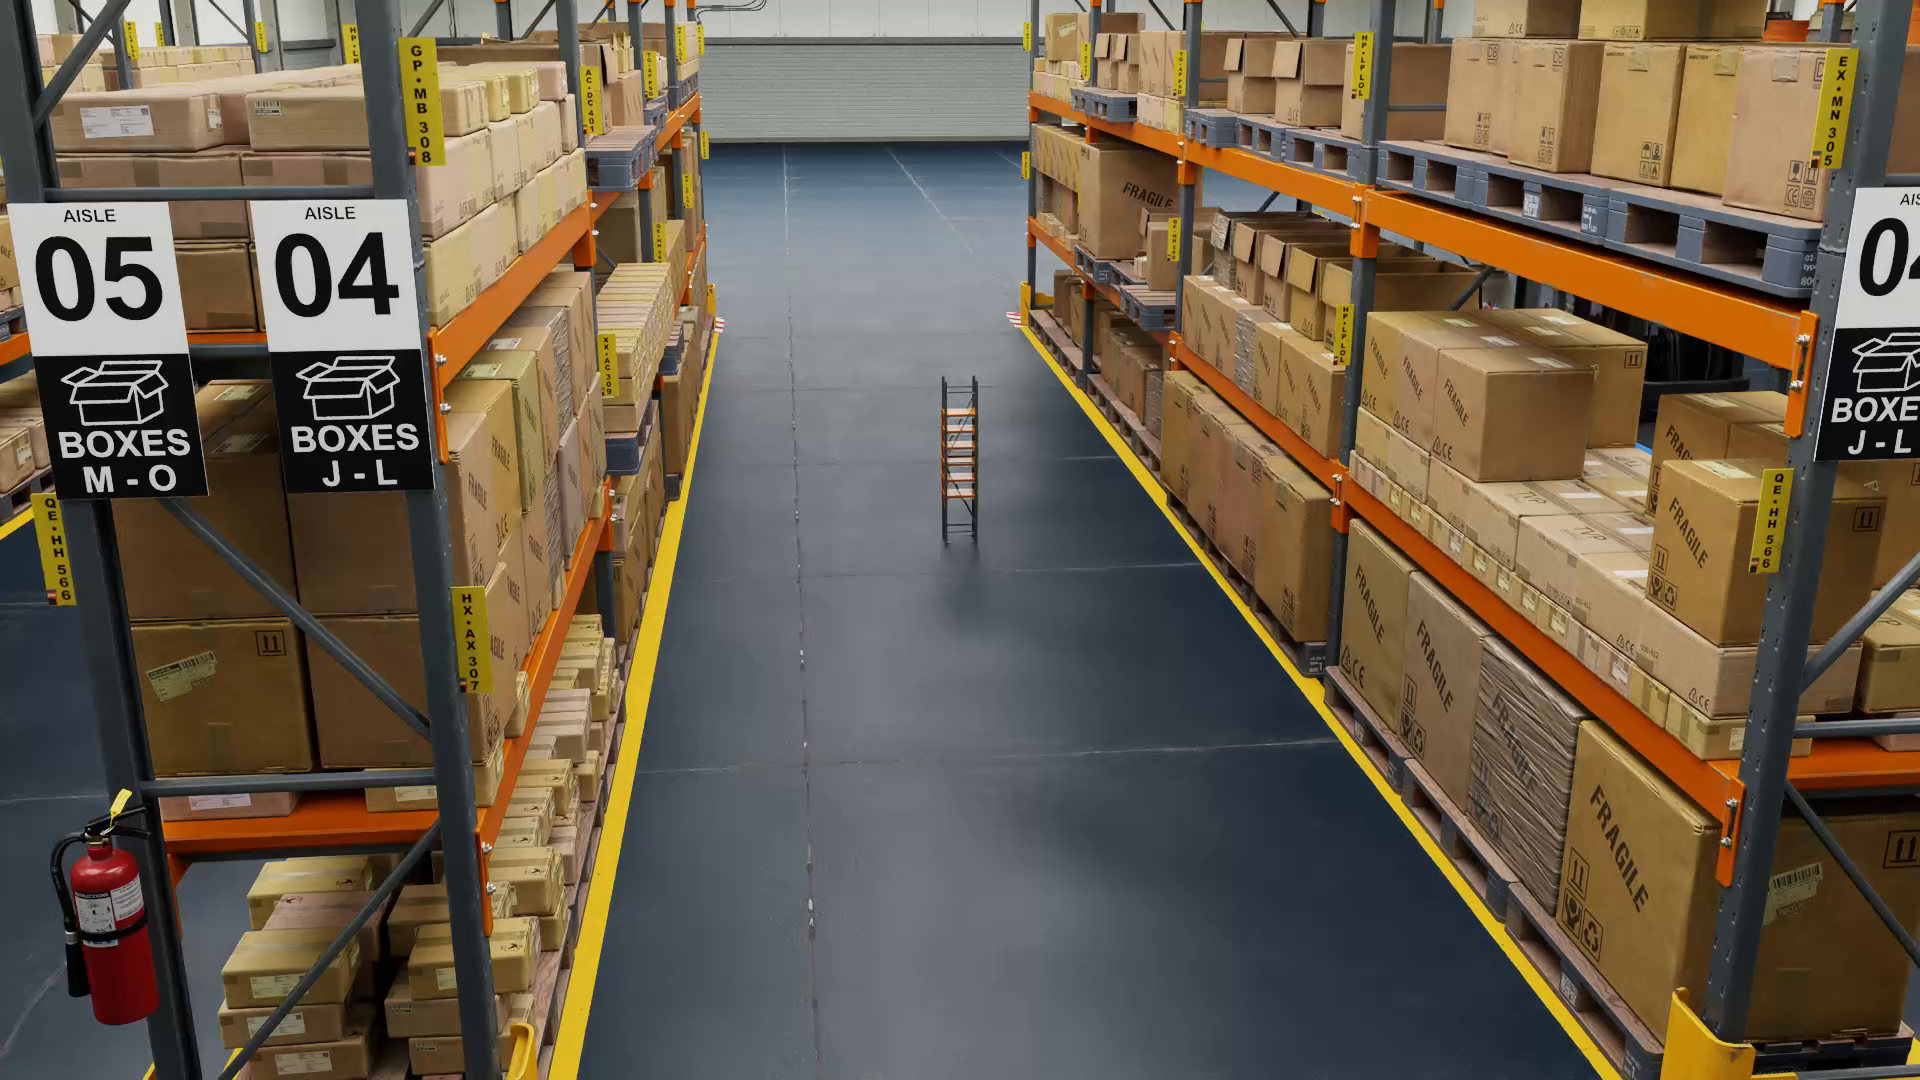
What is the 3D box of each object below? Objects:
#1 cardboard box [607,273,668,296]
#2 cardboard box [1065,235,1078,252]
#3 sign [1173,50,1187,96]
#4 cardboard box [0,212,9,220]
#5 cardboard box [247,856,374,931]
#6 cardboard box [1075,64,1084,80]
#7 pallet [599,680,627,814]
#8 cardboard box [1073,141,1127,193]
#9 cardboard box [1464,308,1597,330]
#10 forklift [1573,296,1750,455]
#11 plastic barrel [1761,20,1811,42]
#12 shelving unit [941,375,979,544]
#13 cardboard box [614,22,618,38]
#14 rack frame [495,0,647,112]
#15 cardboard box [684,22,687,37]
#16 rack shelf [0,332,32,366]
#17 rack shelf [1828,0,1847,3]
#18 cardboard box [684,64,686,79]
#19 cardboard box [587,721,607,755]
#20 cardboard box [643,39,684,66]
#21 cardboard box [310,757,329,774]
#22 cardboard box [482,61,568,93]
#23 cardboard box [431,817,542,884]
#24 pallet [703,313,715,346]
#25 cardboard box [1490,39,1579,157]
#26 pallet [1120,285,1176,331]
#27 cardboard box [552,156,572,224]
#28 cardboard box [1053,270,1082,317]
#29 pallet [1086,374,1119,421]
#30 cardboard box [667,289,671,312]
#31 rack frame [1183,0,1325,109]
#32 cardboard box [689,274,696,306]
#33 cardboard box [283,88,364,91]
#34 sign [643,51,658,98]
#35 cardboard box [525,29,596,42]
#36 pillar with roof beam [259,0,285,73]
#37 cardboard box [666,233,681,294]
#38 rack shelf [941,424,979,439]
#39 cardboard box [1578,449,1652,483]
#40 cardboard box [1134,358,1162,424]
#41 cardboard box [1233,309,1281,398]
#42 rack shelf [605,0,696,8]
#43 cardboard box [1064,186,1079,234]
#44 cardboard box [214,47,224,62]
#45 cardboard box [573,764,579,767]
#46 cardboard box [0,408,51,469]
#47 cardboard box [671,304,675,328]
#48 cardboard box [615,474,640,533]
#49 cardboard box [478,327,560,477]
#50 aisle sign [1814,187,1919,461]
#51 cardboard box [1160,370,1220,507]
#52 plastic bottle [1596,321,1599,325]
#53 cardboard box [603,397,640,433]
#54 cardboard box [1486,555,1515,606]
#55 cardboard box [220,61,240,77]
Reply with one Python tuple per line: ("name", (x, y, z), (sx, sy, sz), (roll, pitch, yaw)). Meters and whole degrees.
("cardboard box", (-2.218, -1.744, 11.448), (0.380, 0.149, 0.250), (-1, 17, -4))
("cardboard box", (1.323, -3.136, 17.578), (0.380, 0.149, 0.250), (-2, 18, -6))
("sign", (1.629, -3.449, 12.284), (0.100, 0.325, 0.005), (-2, 18, -6))
("cardboard box", (-7.627, -2.325, 13.211), (0.500, 0.500, 0.500), (-1, 17, -5))
("cardboard box", (-2.379, 1.296, 6.107), (0.380, 0.149, 0.250), (-2, 18, -7))
("cardboard box", (1.387, -4.771, 16.943), (0.380, 0.149, 0.250), (-3, 18, -8))
("pallet", (-2.258, 1.057, 8.457), (1.003, 0.211, 1.213), (-2, 18, -6))
("cardboard box", (1.436, -3.771, 16.848), (0.500, 0.500, 0.500), (-2, 18, -6))
("cardboard box", (2.895, -0.895, 8.521), (0.500, 0.500, 0.500), (-1, 17, -4))
("forklift", (4.631, -1.324, 11.502), (1.130, 2.935, 3.031), (-2, 18, -7))
("plastic barrel", (7.159, -4.022, 14.257), (0.600, 0.830, 0.708), (-2, 18, -6))
("shelving unit", (-0.001, -0.577, 12.011), (0.258, 1.200, 0.189), (-2, 18, -6))
("cardboard box", (-3.594, -5.045, 16.450), (0.380, 0.149, 0.250), (-2, 18, -6))
("rack frame", (-2.775, -4.526, 11.571), (1.000, 3.000, 0.127), (-2, 18, -6))
("cardboard box", (-2.994, -5.218, 17.003), (0.380, 0.149, 0.250), (-2, 17, -5))
("rack shelf", (-7.895, -1.734, 13.892), (1.077, 0.370, 4.000), (-2, 18, -6))
("rack shelf", (7.301, -3.672, 10.720), (1.077, 0.370, 4.000), (-2, 18, -6))
("cardboard box", (-2.940, -4.686, 16.637), (0.380, 0.149, 0.250), (-2, 18, -6))
("cardboard box", (-1.948, 0.951, 8.200), (0.380, 0.149, 0.250), (-2, 18, -7))
("cardboard box", (-2.960, -4.760, 16.208), (0.500, 0.250, 0.500), (-2, 18, -5))
("cardboard box", (-2.253, 0.676, 5.436), (0.380, 0.149, 0.250), (-2, 18, -6))
("cardboard box", (-2.058, -2.176, 7.842), (0.380, 0.149, 0.250), (-3, 18, -8))
("cardboard box", (-1.821, 1.200, 6.412), (0.380, 0.149, 0.250), (-3, 18, -8))
("pallet", (-3.440, -2.481, 19.728), (1.003, 0.211, 1.213), (-2, 18, -6))
("cardboard box", (2.773, -1.931, 7.276), (0.700, 0.500, 0.500), (-1, 17, -3))
("pallet", (1.989, -1.905, 13.556), (1.213, 0.211, 1.003), (-2, 18, -6))
("cardboard box", (-2.004, -1.545, 7.333), (0.500, 0.250, 0.500), (-2, 18, -6))
("cardboard box", (1.391, -2.992, 20.171), (0.500, 0.500, 0.500), (1, 17, 5))
("pallet", (1.838, -1.417, 16.337), (1.003, 0.211, 1.213), (-2, 18, -6))
("cardboard box", (-2.242, -1.674, 11.723), (0.380, 0.149, 0.250), (-1, 17, -4))
("rack frame", (2.169, -4.649, 11.963), (1.000, 3.000, 0.127), (-2, 18, -6))
("cardboard box", (-3.183, -2.232, 17.125), (0.875, 0.875, 0.875), (-2, 17, -5))
("cardboard box", (-1.766, -1.249, 4.889), (0.380, 0.149, 0.250), (-1, 17, -3))
("sign", (-2.235, -3.358, 11.994), (0.100, 0.325, 0.005), (-2, 18, -6))
("cardboard box", (-3.233, -3.900, 13.549), (0.500, 0.500, 0.500), (-2, 18, -6))
("pillar with roof beam", (-12.468, -13.620, 40.538), (9.100, 9.000, 0.400), (-2, 18, -6))
("cardboard box", (-2.764, -2.455, 14.823), (0.500, 0.500, 0.500), (-2, 17, -5))
("rack shelf", (-0.001, -0.763, 11.953), (0.258, 0.103, 0.180), (-2, 18, -6))
("cardboard box", (2.996, -0.236, 7.675), (0.500, 0.250, 0.500), (-1, 17, -5))
("cardboard box", (1.944, -1.337, 14.867), (0.700, 0.500, 0.500), (0, 17, -1))
("cardboard box", (2.110, -1.226, 10.909), (0.500, 0.500, 0.500), (-2, 18, -5))
("rack shelf", (-3.394, -5.780, 17.433), (1.077, 0.370, 4.000), (-2, 18, -6))
("cardboard box", (1.603, -3.600, 17.974), (0.875, 0.500, 0.500), (-2, 18, -6))
("cardboard box", (-8.177, -5.234, 17.921), (0.380, 0.149, 0.250), (-2, 18, -5))
("cardboard box", (-1.955, 0.942, 7.730), (0.380, 0.149, 0.250), (-1, 17, -4))
("cardboard box", (-7.821, -0.816, 13.454), (0.950, 0.372, 0.625), (-2, 18, -7))
("cardboard box", (-2.267, -1.612, 12.021), (0.380, 0.149, 0.250), (-1, 17, -5))
("cardboard box", (-2.234, -0.225, 10.105), (0.500, 0.250, 0.500), (-1, 17, -4))
("cardboard box", (-1.878, -0.547, 6.578), (0.500, 0.500, 0.500), (-2, 18, -7))
("aisle sign", (2.703, -0.613, 4.783), (0.394, 0.787, 0.004), (-2, 18, -6))
("cardboard box", (2.219, -0.768, 12.460), (1.225, 0.875, 0.875), (-3, 18, -8))
("plastic bottle", (6.919, -2.246, 18.125), (0.061, 0.283, 0.133), (-2, 18, -6))
("cardboard box", (-1.946, -0.684, 9.067), (0.380, 0.149, 0.250), (-3, 18, -8))
("cardboard box", (2.472, 0.165, 7.064), (0.380, 0.149, 0.250), (-1, 17, -5))
("cardboard box", (-8.156, -5.071, 18.069), (0.500, 0.250, 0.500), (-2, 18, -6))
